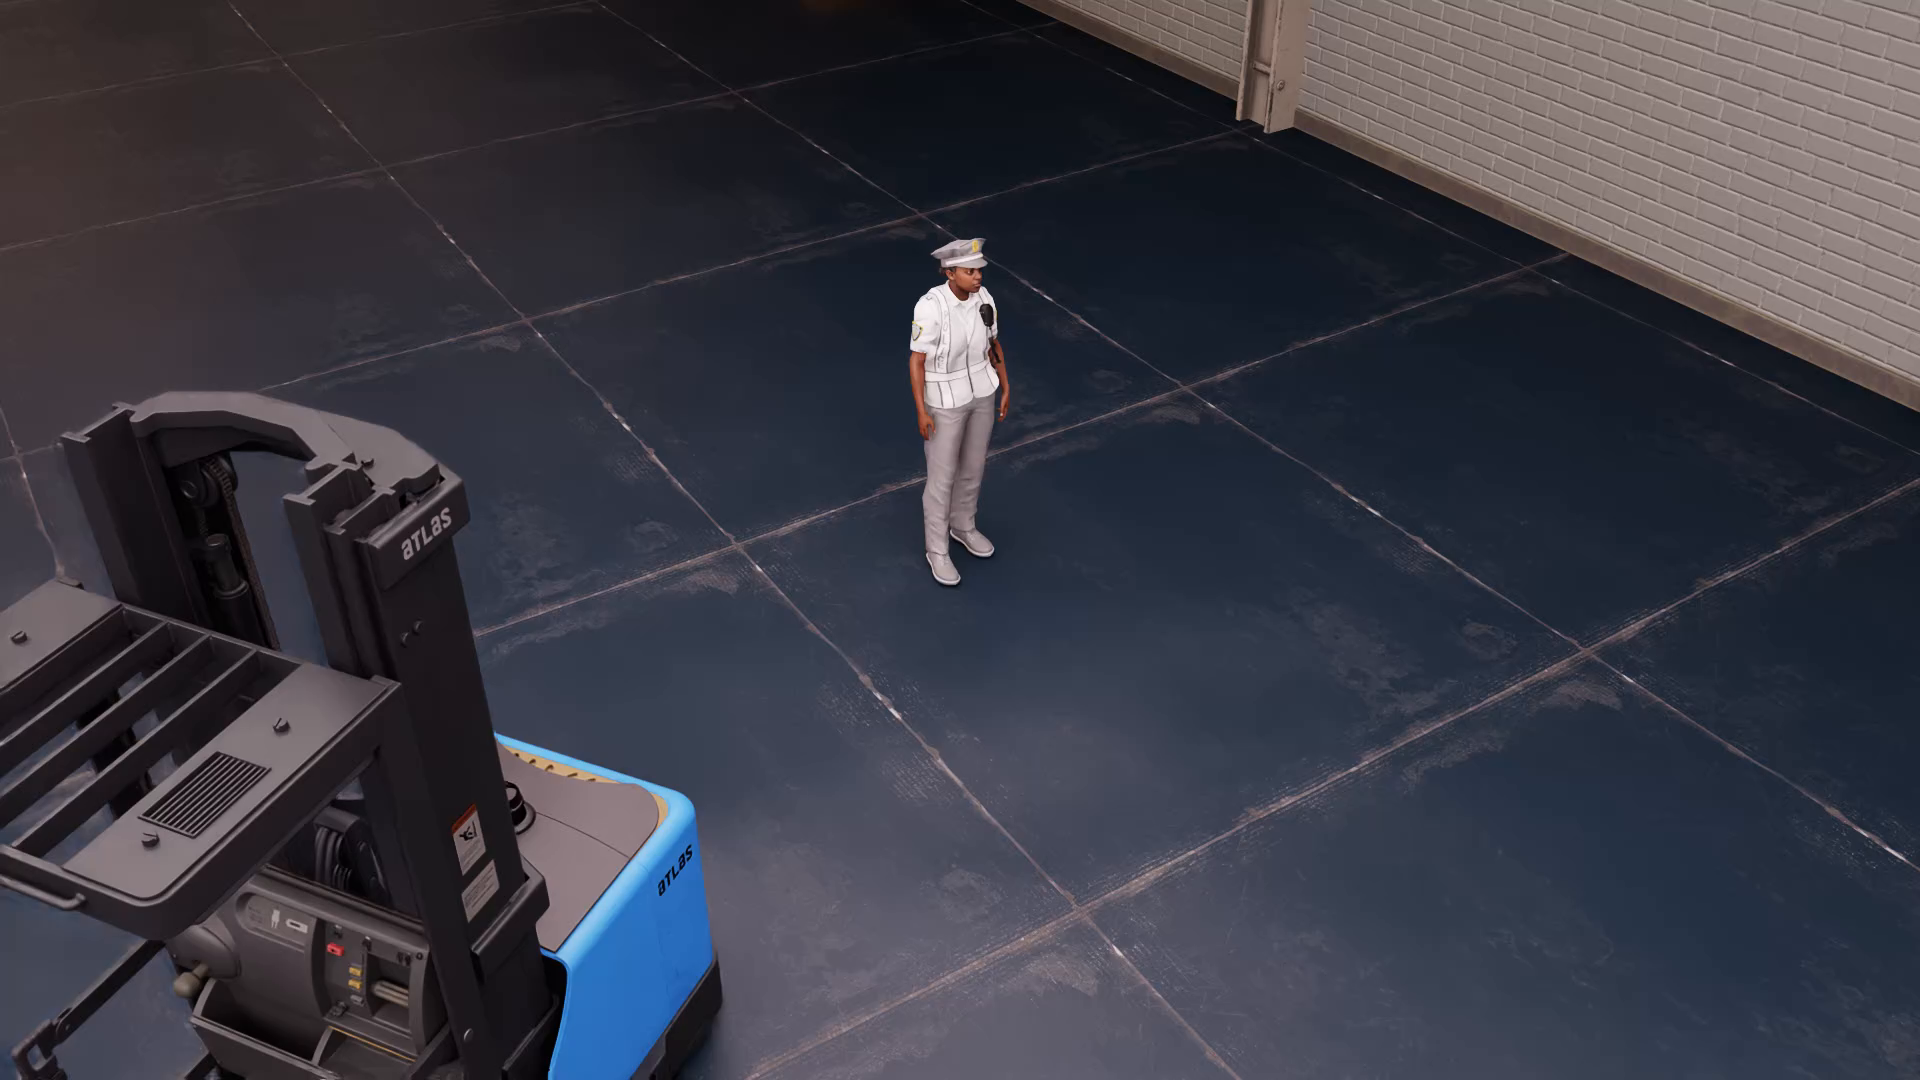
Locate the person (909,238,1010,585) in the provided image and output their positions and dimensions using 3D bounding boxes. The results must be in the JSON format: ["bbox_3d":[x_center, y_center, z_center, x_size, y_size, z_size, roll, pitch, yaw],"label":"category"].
[{"bbox_3d":[0.024,-0.657,8.145,0.569,1.695,0.528,-21,40,-27],"label":"person"}]

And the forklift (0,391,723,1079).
[{"bbox_3d":[-1.925,1.212,4.423,1.130,2.935,3.031,14,37,19],"label":"forklift"}]
